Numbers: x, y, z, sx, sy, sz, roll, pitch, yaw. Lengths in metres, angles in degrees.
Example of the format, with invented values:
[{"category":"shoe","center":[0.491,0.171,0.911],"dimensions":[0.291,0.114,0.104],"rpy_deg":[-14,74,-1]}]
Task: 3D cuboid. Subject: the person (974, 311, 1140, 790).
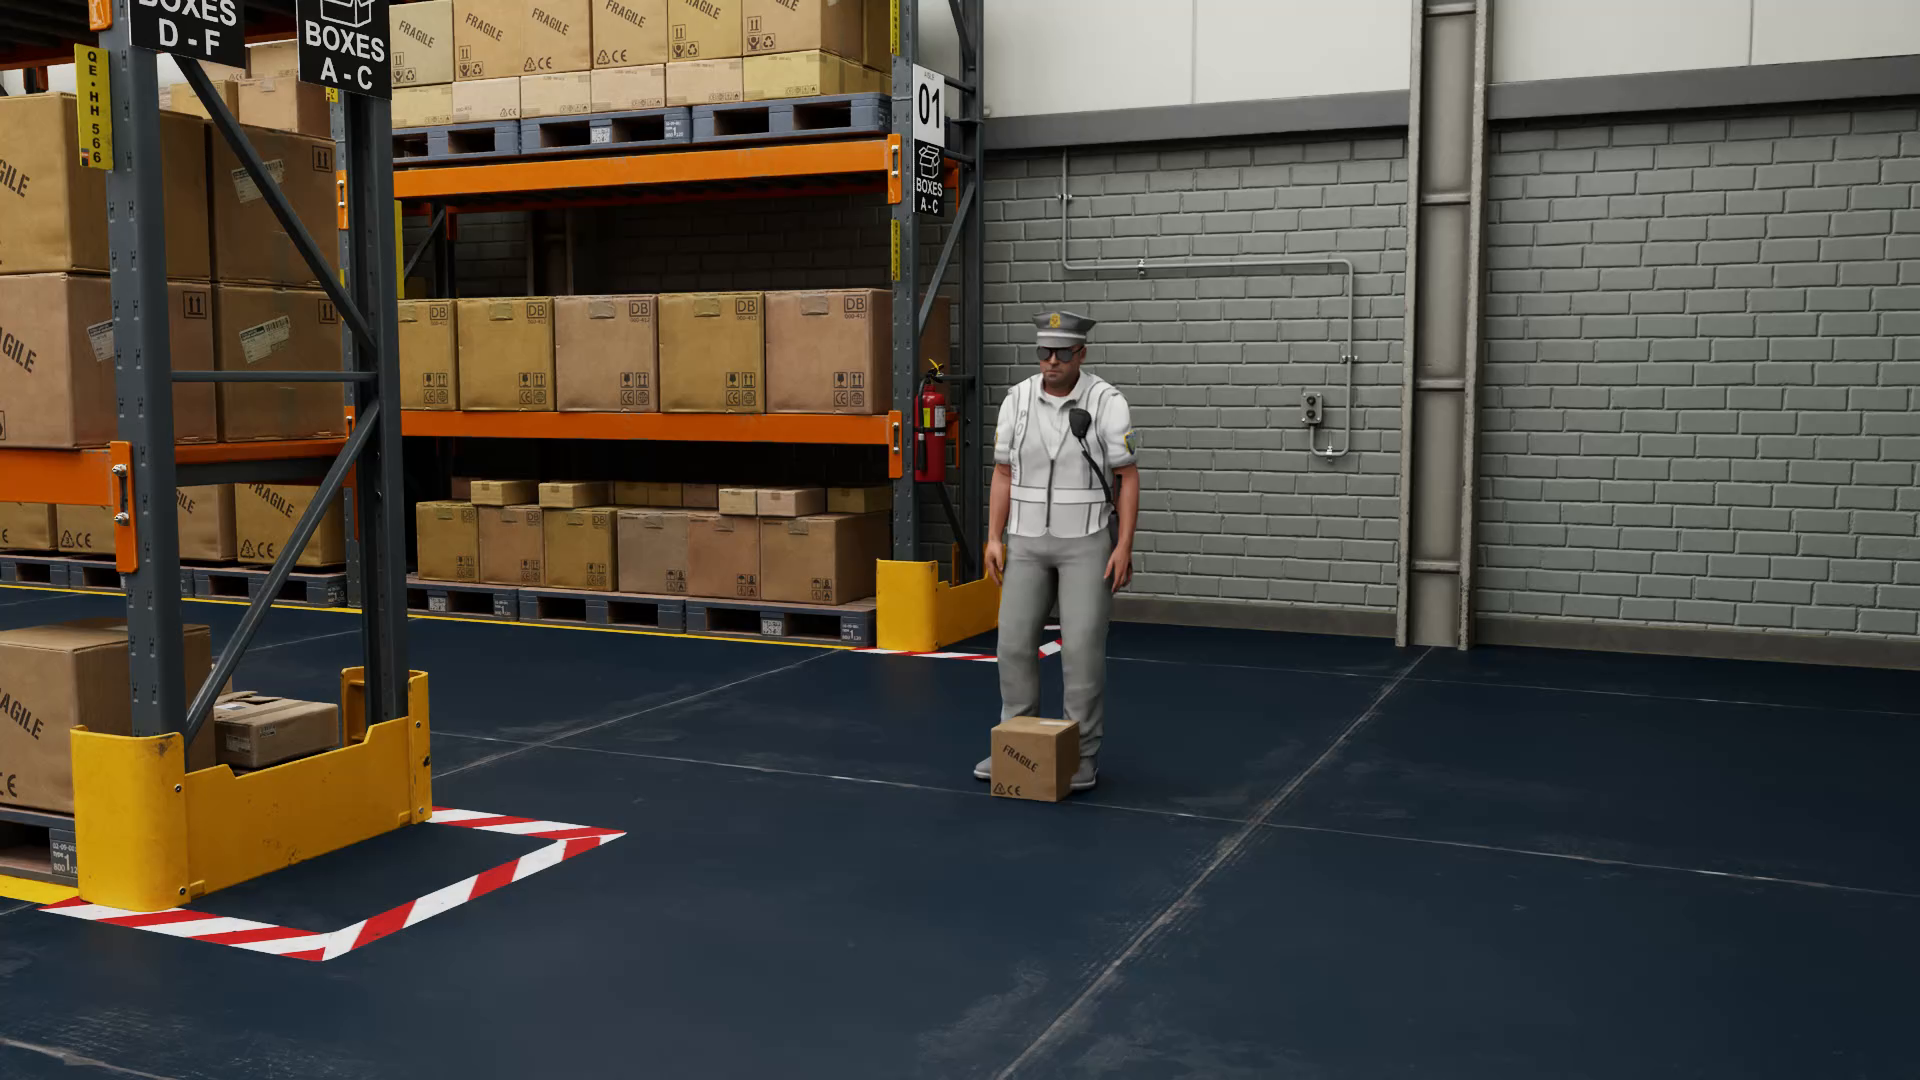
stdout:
[{"category":"person","center":[0.372,0.027,6.223],"dimensions":[0.585,1.747,0.479],"rpy_deg":[2,6,21]}]
